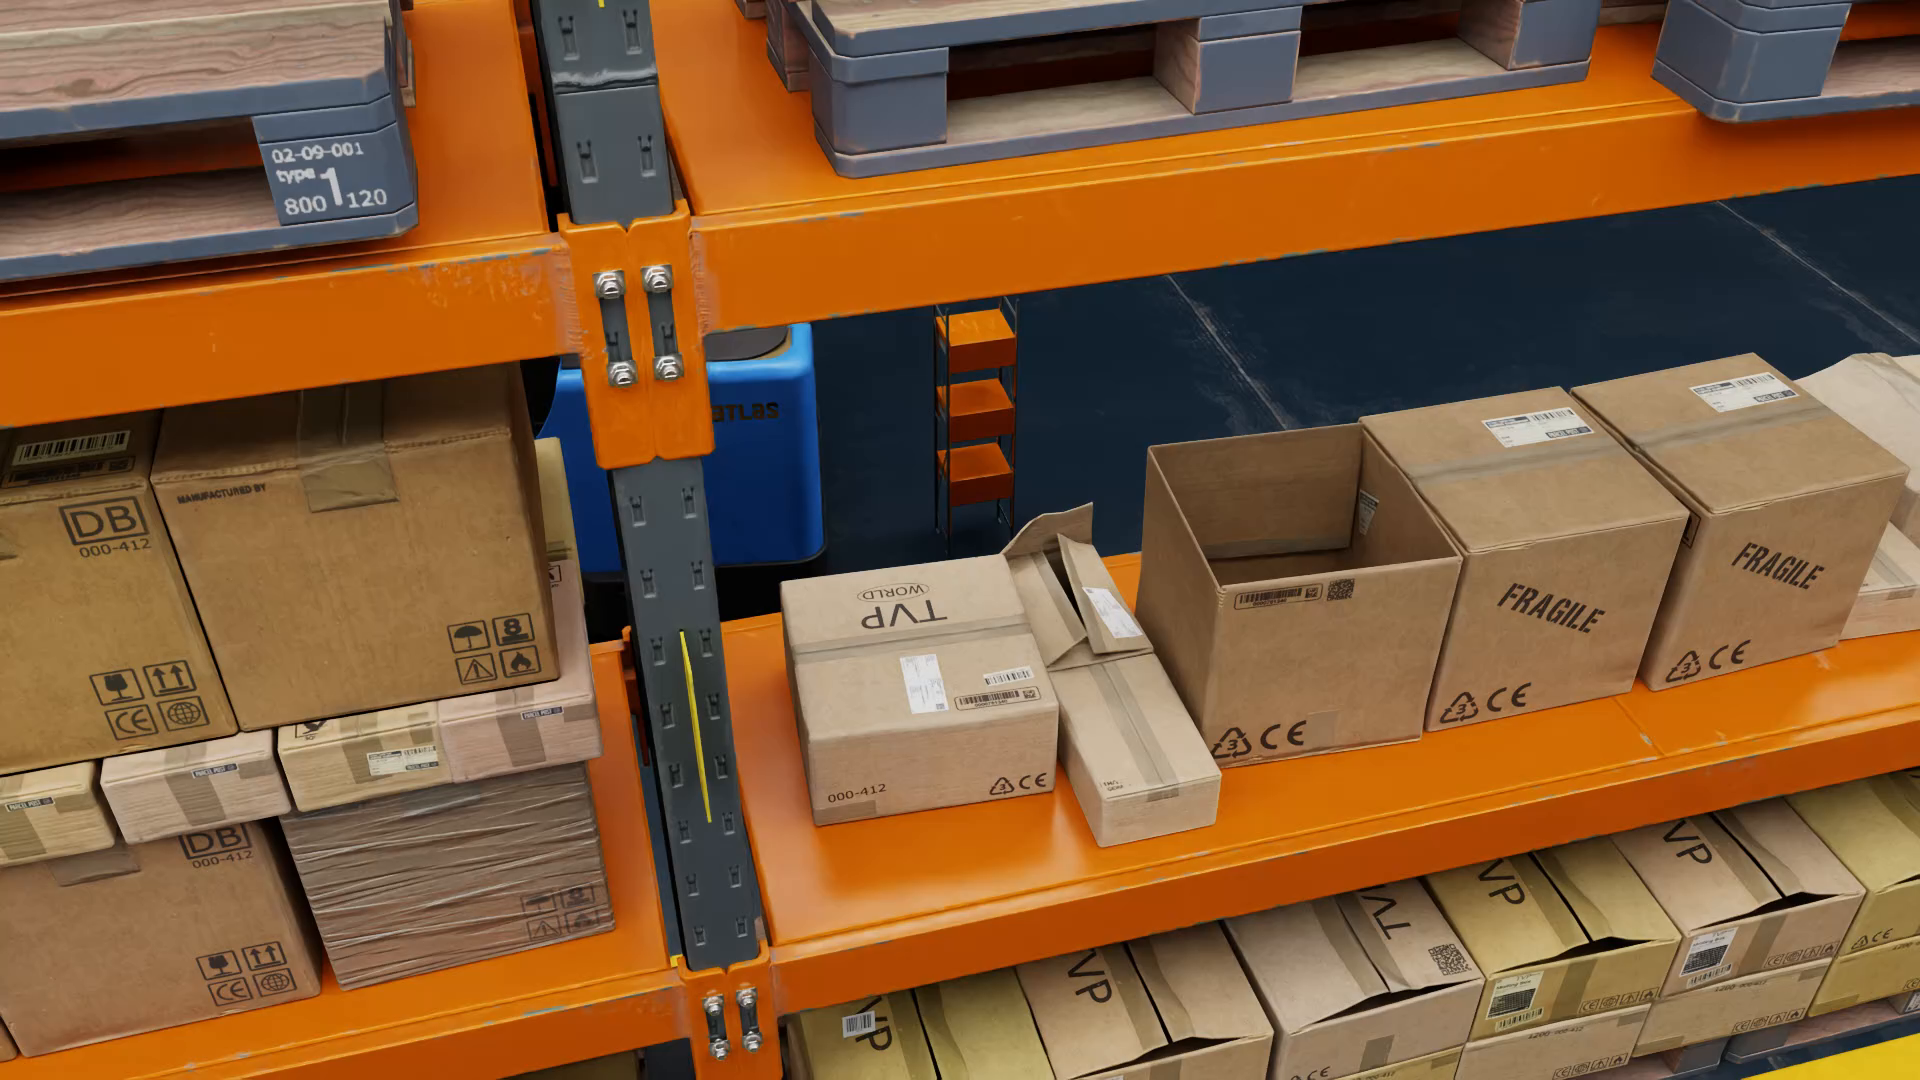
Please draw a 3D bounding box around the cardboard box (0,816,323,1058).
[{"bbox_3d":[-1.495,0.469,3.085,0.500,0.500,0.700,-10,38,-12],"label":"cardboard box"}]

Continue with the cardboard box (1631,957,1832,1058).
[{"bbox_3d":[1.873,1.027,4.355,0.500,0.250,0.500,-8,38,-11],"label":"cardboard box"}]

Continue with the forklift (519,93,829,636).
[{"bbox_3d":[-2.006,-1.075,5.243,3.031,2.935,1.130,-3,38,-4],"label":"forklift"}]

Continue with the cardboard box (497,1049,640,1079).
[{"bbox_3d":[-0.952,1.475,3.771,0.500,0.250,0.500,-9,38,-12],"label":"cardboard box"}]

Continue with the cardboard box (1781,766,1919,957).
[{"bbox_3d":[2.359,0.730,4.282,0.500,0.311,0.500,-10,39,-13],"label":"cardboard box"}]

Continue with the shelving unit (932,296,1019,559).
[{"bbox_3d":[0.052,-0.425,5.942,0.252,1.050,0.215,-9,38,-12],"label":"shelving unit"}]

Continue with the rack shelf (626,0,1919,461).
[{"bbox_3d":[1.370,-0.875,3.048,4.000,0.370,1.077,-9,38,-12],"label":"rack shelf"}]

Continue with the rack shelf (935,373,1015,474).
[{"bbox_3d":[0.052,-0.417,5.949,0.240,0.259,0.215,-9,38,-12],"label":"rack shelf"}]

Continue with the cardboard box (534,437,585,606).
[{"bbox_3d":[-0.871,-0.021,3.192,0.250,0.149,0.380,-9,38,-12],"label":"cardboard box"}]

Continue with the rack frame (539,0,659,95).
[{"bbox_3d":[-0.561,-2.035,1.504,0.127,3.000,1.000,-9,38,-12],"label":"rack frame"}]

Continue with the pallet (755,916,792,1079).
[{"bbox_3d":[0.140,1.316,4.356,1.213,0.211,1.003,-9,38,-12],"label":"pallet"}]

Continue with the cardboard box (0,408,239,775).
[{"bbox_3d":[-1.475,-0.052,2.700,0.500,0.500,0.700,-9,38,-12],"label":"cardboard box"}]

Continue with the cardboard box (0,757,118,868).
[{"bbox_3d":[-1.513,0.342,2.718,0.250,0.149,0.380,-9,38,-12],"label":"cardboard box"}]

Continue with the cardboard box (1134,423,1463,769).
[{"bbox_3d":[0.693,0.112,3.552,0.500,0.500,0.500,-7,38,-9],"label":"cardboard box"}]

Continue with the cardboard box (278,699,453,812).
[{"bbox_3d":[-1.007,0.257,2.829,0.250,0.149,0.380,-10,39,-13],"label":"cardboard box"}]

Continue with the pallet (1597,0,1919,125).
[{"bbox_3d":[1.590,-1.063,2.858,1.213,0.211,1.003,-8,38,-10],"label":"pallet"}]

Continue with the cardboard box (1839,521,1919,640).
[{"bbox_3d":[2.084,0.049,3.924,0.250,0.149,0.380,-7,38,-9],"label":"cardboard box"}]

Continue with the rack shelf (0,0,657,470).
[{"bbox_3d":[-2.492,-0.241,2.220,4.000,0.370,1.077,-9,38,-12],"label":"rack shelf"}]

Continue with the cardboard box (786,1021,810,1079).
[{"bbox_3d":[-0.107,1.354,3.928,0.500,0.250,0.500,-10,39,-13],"label":"cardboard box"}]

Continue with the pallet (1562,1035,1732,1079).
[{"bbox_3d":[1.320,1.120,4.612,1.213,0.211,1.003,-9,38,-12],"label":"pallet"}]

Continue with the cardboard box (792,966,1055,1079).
[{"bbox_3d":[-0.097,1.131,3.759,0.500,0.311,0.500,-9,38,-12],"label":"cardboard box"}]

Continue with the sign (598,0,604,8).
[{"bbox_3d":[-0.415,-0.755,1.809,0.005,0.325,0.100,-9,38,-12],"label":"sign"}]

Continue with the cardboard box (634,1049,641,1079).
[{"bbox_3d":[-1.088,1.169,4.171,0.500,0.250,0.500,-9,38,-12],"label":"cardboard box"}]

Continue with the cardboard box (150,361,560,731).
[{"bbox_3d":[-0.988,-0.133,2.805,0.500,0.500,0.700,-9,38,-12],"label":"cardboard box"}]

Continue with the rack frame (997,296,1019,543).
[{"bbox_3d":[0.169,-0.445,5.967,0.008,1.050,0.200,-9,38,-12],"label":"rack frame"}]

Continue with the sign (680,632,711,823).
[{"bbox_3d":[-0.415,0.298,2.614,0.005,0.325,0.100,-9,38,-12],"label":"sign"}]

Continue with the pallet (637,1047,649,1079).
[{"bbox_3d":[-1.340,1.557,4.041,1.213,0.211,1.003,-9,38,-12],"label":"pallet"}]

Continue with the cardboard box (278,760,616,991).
[{"bbox_3d":[-0.988,0.382,3.199,0.500,0.500,0.700,-10,39,-13],"label":"cardboard box"}]

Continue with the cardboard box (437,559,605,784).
[{"bbox_3d":[-0.768,0.219,2.879,0.250,0.149,0.380,-9,38,-12],"label":"cardboard box"}]

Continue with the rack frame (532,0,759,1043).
[{"bbox_3d":[-0.561,0.348,3.327,0.127,3.000,1.000,-9,38,-12],"label":"rack frame"}]

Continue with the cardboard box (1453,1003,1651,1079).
[{"bbox_3d":[1.377,1.111,4.247,0.500,0.250,0.500,-9,38,-11],"label":"cardboard box"}]

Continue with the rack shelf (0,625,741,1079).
[{"bbox_3d":[-2.492,0.950,3.131,4.000,0.370,1.077,-9,38,-12],"label":"rack shelf"}]

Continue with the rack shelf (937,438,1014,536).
[{"bbox_3d":[0.052,-0.196,6.117,0.240,0.259,0.215,-9,38,-12],"label":"rack shelf"}]

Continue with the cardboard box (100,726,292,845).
[{"bbox_3d":[-1.259,0.300,2.773,0.250,0.149,0.380,-10,39,-13],"label":"cardboard box"}]

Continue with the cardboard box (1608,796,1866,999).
[{"bbox_3d":[1.871,0.809,4.180,0.500,0.311,0.500,-10,38,-12],"label":"cardboard box"}]

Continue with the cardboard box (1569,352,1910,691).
[{"bbox_3d":[1.685,-0.050,3.765,0.500,0.500,0.500,-11,39,-14],"label":"cardboard box"}]

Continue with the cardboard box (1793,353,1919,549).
[{"bbox_3d":[2.386,-0.222,4.145,0.500,0.311,0.500,-10,38,-12],"label":"cardboard box"}]

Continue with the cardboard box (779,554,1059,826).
[{"bbox_3d":[-0.097,0.304,3.508,0.500,0.250,0.500,-7,38,-9],"label":"cardboard box"}]

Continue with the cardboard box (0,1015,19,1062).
[{"bbox_3d":[-1.981,0.547,2.984,0.500,0.500,0.700,-9,38,-11],"label":"cardboard box"}]

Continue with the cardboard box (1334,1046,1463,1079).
[{"bbox_3d":[0.886,1.191,4.142,0.500,0.250,0.500,-10,39,-13],"label":"cardboard box"}]

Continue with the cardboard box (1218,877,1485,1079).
[{"bbox_3d":[0.887,0.972,3.966,0.500,0.311,0.500,-11,39,-13],"label":"cardboard box"}]

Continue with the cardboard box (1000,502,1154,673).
[{"bbox_3d":[0.240,0.154,3.690,0.258,0.266,0.396,-10,39,-13],"label":"cardboard box"}]

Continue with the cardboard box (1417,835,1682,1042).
[{"bbox_3d":[1.387,0.887,4.078,0.500,0.311,0.500,-8,38,-11],"label":"cardboard box"}]

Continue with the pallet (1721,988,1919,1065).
[{"bbox_3d":[2.496,0.929,4.862,1.213,0.211,1.003,-9,38,-12],"label":"pallet"}]

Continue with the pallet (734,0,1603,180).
[{"bbox_3d":[0.287,-0.915,2.666,1.217,0.209,0.805,-11,39,-14],"label":"pallet"}]

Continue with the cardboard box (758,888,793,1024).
[{"bbox_3d":[-0.236,1.037,4.343,0.500,0.250,0.500,-10,38,-12],"label":"cardboard box"}]

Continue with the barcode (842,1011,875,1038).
[{"bbox_3d":[-0.206,0.988,3.394,0.075,0.075,0.001,-9,38,-12],"label":"barcode"}]

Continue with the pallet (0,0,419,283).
[{"bbox_3d":[-1.378,-0.658,2.246,1.213,0.211,1.003,-9,38,-12],"label":"pallet"}]

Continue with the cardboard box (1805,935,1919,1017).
[{"bbox_3d":[2.359,0.950,4.457,0.500,0.250,0.500,-10,38,-12],"label":"cardboard box"}]

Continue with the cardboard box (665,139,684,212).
[{"bbox_3d":[-1.150,-1.866,7.915,0.500,0.500,0.700,-8,38,-10],"label":"cardboard box"}]

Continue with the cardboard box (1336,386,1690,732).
[{"bbox_3d":[1.177,0.033,3.656,0.500,0.500,0.500,-9,38,-12],"label":"cardboard box"}]

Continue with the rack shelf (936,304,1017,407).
[{"bbox_3d":[0.052,-0.642,5.776,0.240,0.259,0.215,-9,38,-12],"label":"rack shelf"}]

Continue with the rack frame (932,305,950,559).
[{"bbox_3d":[-0.066,-0.406,5.917,0.008,1.050,0.200,-9,38,-12],"label":"rack frame"}]

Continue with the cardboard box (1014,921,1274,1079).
[{"bbox_3d":[0.387,1.055,3.858,0.500,0.311,0.500,-10,38,-12],"label":"cardboard box"}]

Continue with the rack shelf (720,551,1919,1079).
[{"bbox_3d":[1.370,0.317,3.959,4.000,0.370,1.077,-9,38,-12],"label":"rack shelf"}]

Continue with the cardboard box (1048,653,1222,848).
[{"bbox_3d":[0.348,0.427,3.430,0.250,0.149,0.380,-9,38,-12],"label":"cardboard box"}]
